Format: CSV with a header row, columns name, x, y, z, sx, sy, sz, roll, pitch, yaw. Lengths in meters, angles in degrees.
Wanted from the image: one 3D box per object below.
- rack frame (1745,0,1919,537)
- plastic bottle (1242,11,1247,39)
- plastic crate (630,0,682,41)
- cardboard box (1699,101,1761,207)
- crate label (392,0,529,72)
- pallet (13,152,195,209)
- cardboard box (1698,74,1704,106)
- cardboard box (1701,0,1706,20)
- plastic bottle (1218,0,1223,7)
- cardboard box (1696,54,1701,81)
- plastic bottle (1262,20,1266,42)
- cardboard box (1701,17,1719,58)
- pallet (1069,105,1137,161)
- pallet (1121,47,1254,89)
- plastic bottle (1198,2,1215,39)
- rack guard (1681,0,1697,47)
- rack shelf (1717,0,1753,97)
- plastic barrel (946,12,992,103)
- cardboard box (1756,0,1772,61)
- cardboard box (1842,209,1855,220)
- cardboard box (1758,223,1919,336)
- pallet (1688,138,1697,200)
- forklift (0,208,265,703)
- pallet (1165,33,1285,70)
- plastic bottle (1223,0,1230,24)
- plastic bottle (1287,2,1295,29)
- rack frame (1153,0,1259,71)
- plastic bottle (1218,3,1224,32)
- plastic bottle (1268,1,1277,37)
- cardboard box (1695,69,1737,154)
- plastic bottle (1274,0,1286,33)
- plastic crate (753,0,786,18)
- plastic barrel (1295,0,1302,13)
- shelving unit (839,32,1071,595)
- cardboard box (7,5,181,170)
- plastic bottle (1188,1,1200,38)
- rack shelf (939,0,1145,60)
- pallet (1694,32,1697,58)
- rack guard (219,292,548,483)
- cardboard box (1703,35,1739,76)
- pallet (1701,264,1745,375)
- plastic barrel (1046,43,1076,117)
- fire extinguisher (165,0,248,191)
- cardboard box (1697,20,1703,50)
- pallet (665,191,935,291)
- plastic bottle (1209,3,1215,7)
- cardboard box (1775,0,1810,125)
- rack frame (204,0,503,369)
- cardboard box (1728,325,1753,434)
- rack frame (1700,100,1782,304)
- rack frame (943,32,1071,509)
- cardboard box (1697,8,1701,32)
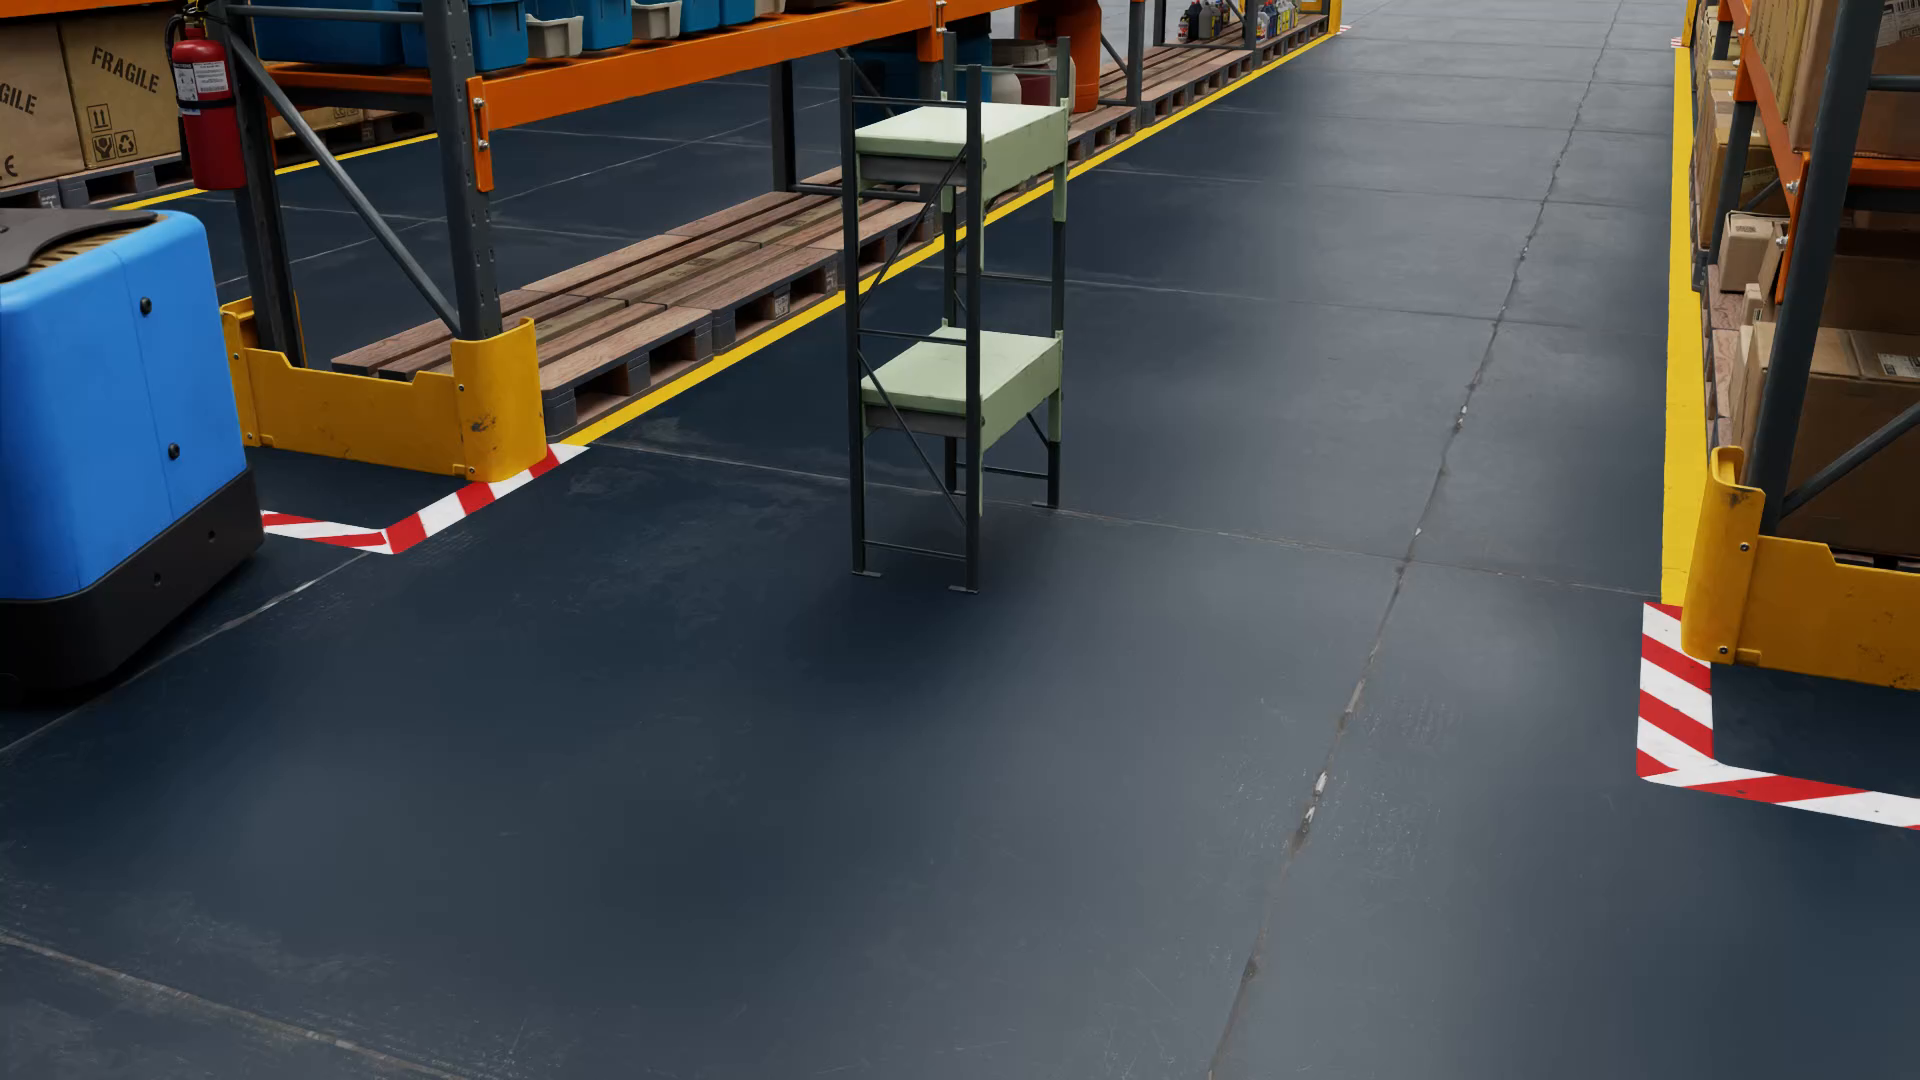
name,x,y,z,sx,sy,sz,roll,pitch,yaw
rack frame,2.528,-1.017,3.794,1.000,3.000,0.127,9,24,20
plastic bottle,2.939,-5.253,16.800,0.144,0.351,0.185,9,24,20
plastic crate,-1.225,-2.021,6.460,0.250,0.136,0.298,9,24,20
cardboard box,4.309,-2.071,8.989,0.500,0.500,0.500,9,24,21
crate label,-1.673,-1.719,5.614,0.416,0.233,0.303,9,24,20
pallet,-5.538,-2.321,10.532,1.003,0.211,1.213,9,24,20
cardboard box,5.846,-3.393,12.504,0.500,0.250,0.500,9,24,21
cardboard box,7.505,-5.318,16.138,0.500,0.500,0.500,9,24,20
plastic bottle,2.783,-5.671,17.903,0.097,0.271,0.097,0,23,0
cardboard box,6.414,-3.945,13.825,0.500,0.250,0.500,9,24,21
plastic bottle,2.988,-5.058,16.527,0.097,0.201,0.097,0,23,0
cardboard box,6.218,-4.019,13.276,0.500,0.311,0.500,8,24,18
pallet,0.647,-3.016,12.196,1.003,0.211,1.213,9,24,20
pallet,2.132,-4.449,15.627,1.003,0.211,1.213,9,24,20
plastic bottle,2.493,-5.254,16.802,0.144,0.351,0.185,9,24,20
rack guard,8.480,-5.598,18.004,1.175,0.500,0.348,9,24,20
rack shelf,4.756,-2.833,9.073,1.077,0.370,4.000,9,24,20
plastic barrel,-0.103,-2.830,10.312,0.600,0.901,0.708,9,24,20
cardboard box,3.196,-1.989,5.991,0.500,0.500,0.500,9,24,20
cardboard box,4.419,-1.637,7.949,0.500,0.500,0.500,8,24,18
cardboard box,3.320,-0.827,6.006,0.797,0.503,0.637,9,24,20
pallet,5.187,-2.332,10.558,1.003,0.211,1.213,9,24,20
forklift,-3.650,-1.151,4.202,3.031,2.935,1.130,1,23,4
pallet,2.676,-4.970,16.874,1.003,0.211,1.213,9,24,20
plastic bottle,2.910,-5.793,18.197,0.097,0.271,0.097,0,23,0
plastic bottle,3.479,-5.593,17.712,0.152,0.276,0.135,9,24,20
rack frame,2.387,-6.022,15.775,1.000,3.000,0.127,9,24,20
plastic bottle,2.713,-5.470,17.408,0.061,0.283,0.133,9,24,20
plastic bottle,3.143,-5.300,16.912,0.144,0.351,0.185,8,24,18
cardboard box,4.876,-2.620,10.302,0.500,0.500,0.500,8,24,18
plastic bottle,3.301,-5.452,17.276,0.144,0.351,0.185,9,24,20
plastic crate,-0.952,-2.399,7.366,0.293,0.136,0.466,9,24,20
plastic barrel,3.700,-6.253,19.011,0.421,0.512,0.421,0,23,0
shelving unit,0.002,-0.694,4.967,0.431,1.500,0.755,9,24,20
cardboard box,-5.502,-2.857,10.410,0.875,0.875,0.875,9,24,20
plastic bottle,2.359,-5.275,16.852,0.144,0.351,0.185,8,24,19
rack shelf,0.159,-3.543,10.774,1.077,0.370,4.000,9,24,20
pallet,8.226,-5.177,17.369,1.003,0.211,1.213,9,24,20
rack guard,-2.067,-0.564,5.952,1.175,0.500,0.348,9,24,20
cardboard box,5.652,-3.474,11.969,0.500,0.311,0.500,8,24,19
pallet,3.757,-0.916,7.170,1.003,0.211,1.213,9,24,20
plastic barrel,0.609,-3.244,11.808,0.421,0.512,0.421,0,23,0
fire extinguisher,-2.548,-1.531,5.608,0.296,0.674,0.183,9,24,20
cardboard box,7.321,-4.792,15.854,0.500,0.250,0.500,9,24,20
pallet,-0.821,-1.604,8.816,1.003,0.211,1.213,9,24,20
plastic bottle,2.614,-5.482,17.445,0.152,0.276,0.135,9,24,21
cardboard box,2.631,-1.449,4.697,0.500,0.500,0.500,9,24,21
rack frame,-2.070,-1.728,5.495,1.000,3.000,0.127,9,24,20
cardboard box,2.882,-0.517,5.593,0.500,0.250,0.500,9,24,20
rack frame,4.013,-2.449,7.221,1.000,3.000,0.127,9,24,20
rack frame,0.138,-0.825,5.280,0.400,1.500,0.023,9,24,20
cardboard box,7.883,-5.328,17.138,0.500,0.250,0.500,9,24,20
